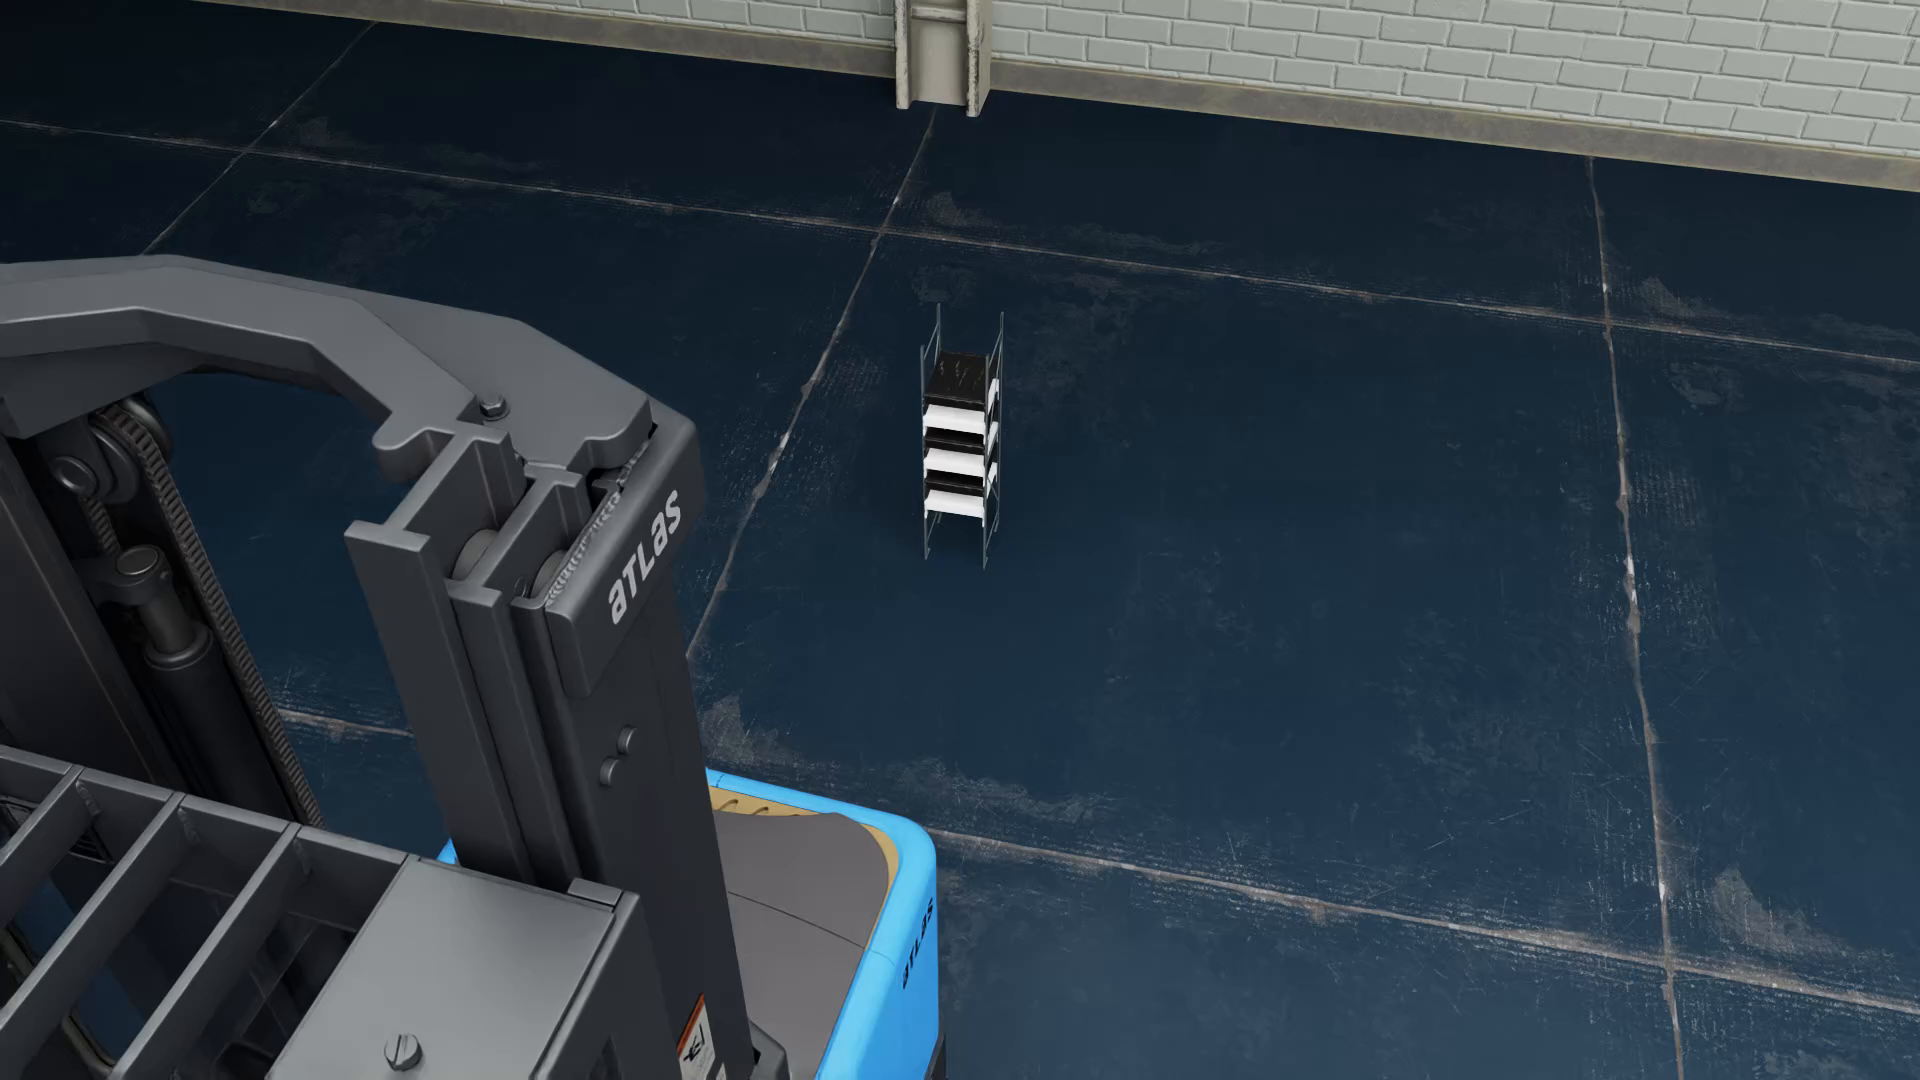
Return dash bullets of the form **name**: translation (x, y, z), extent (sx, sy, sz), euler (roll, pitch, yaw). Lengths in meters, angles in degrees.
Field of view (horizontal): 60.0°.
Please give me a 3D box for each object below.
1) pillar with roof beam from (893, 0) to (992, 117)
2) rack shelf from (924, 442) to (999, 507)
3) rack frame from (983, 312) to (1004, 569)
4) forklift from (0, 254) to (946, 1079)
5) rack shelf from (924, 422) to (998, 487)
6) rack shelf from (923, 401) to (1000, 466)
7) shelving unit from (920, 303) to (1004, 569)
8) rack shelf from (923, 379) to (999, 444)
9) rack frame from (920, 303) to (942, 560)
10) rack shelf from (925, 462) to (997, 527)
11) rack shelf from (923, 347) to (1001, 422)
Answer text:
- **pillar with roof beam**: translation (-1.017, -2.451, 1.807), extent (0.400, 9.000, 9.100), euler (9, 45, 9)
- **rack shelf**: translation (0.008, -0.234, 5.522), extent (0.200, 0.077, 0.258), euler (9, 45, 9)
- **rack frame**: translation (0.107, -0.308, 5.421), extent (0.006, 0.900, 0.240), euler (9, 45, 9)
- **forklift**: translation (-0.946, 1.213, 2.377), extent (1.130, 2.935, 3.031), euler (12, 45, 12)
- **rack shelf**: translation (0.008, -0.299, 5.460), extent (0.200, 0.077, 0.258), euler (9, 45, 9)
- **rack shelf**: translation (0.008, -0.364, 5.397), extent (0.200, 0.077, 0.258), euler (9, 45, 9)
- **shelving unit**: translation (0.008, -0.323, 5.437), extent (0.210, 0.900, 0.258), euler (9, 45, 9)
- **rack shelf**: translation (0.008, -0.429, 5.335), extent (0.200, 0.077, 0.258), euler (9, 45, 9)
- **rack frame**: translation (-0.091, -0.338, 5.453), extent (0.006, 0.900, 0.240), euler (9, 45, 9)
- **rack shelf**: translation (0.008, -0.169, 5.585), extent (0.200, 0.077, 0.258), euler (9, 45, 9)
- **rack shelf**: translation (0.008, -0.493, 5.273), extent (0.200, 0.077, 0.258), euler (9, 45, 9)
